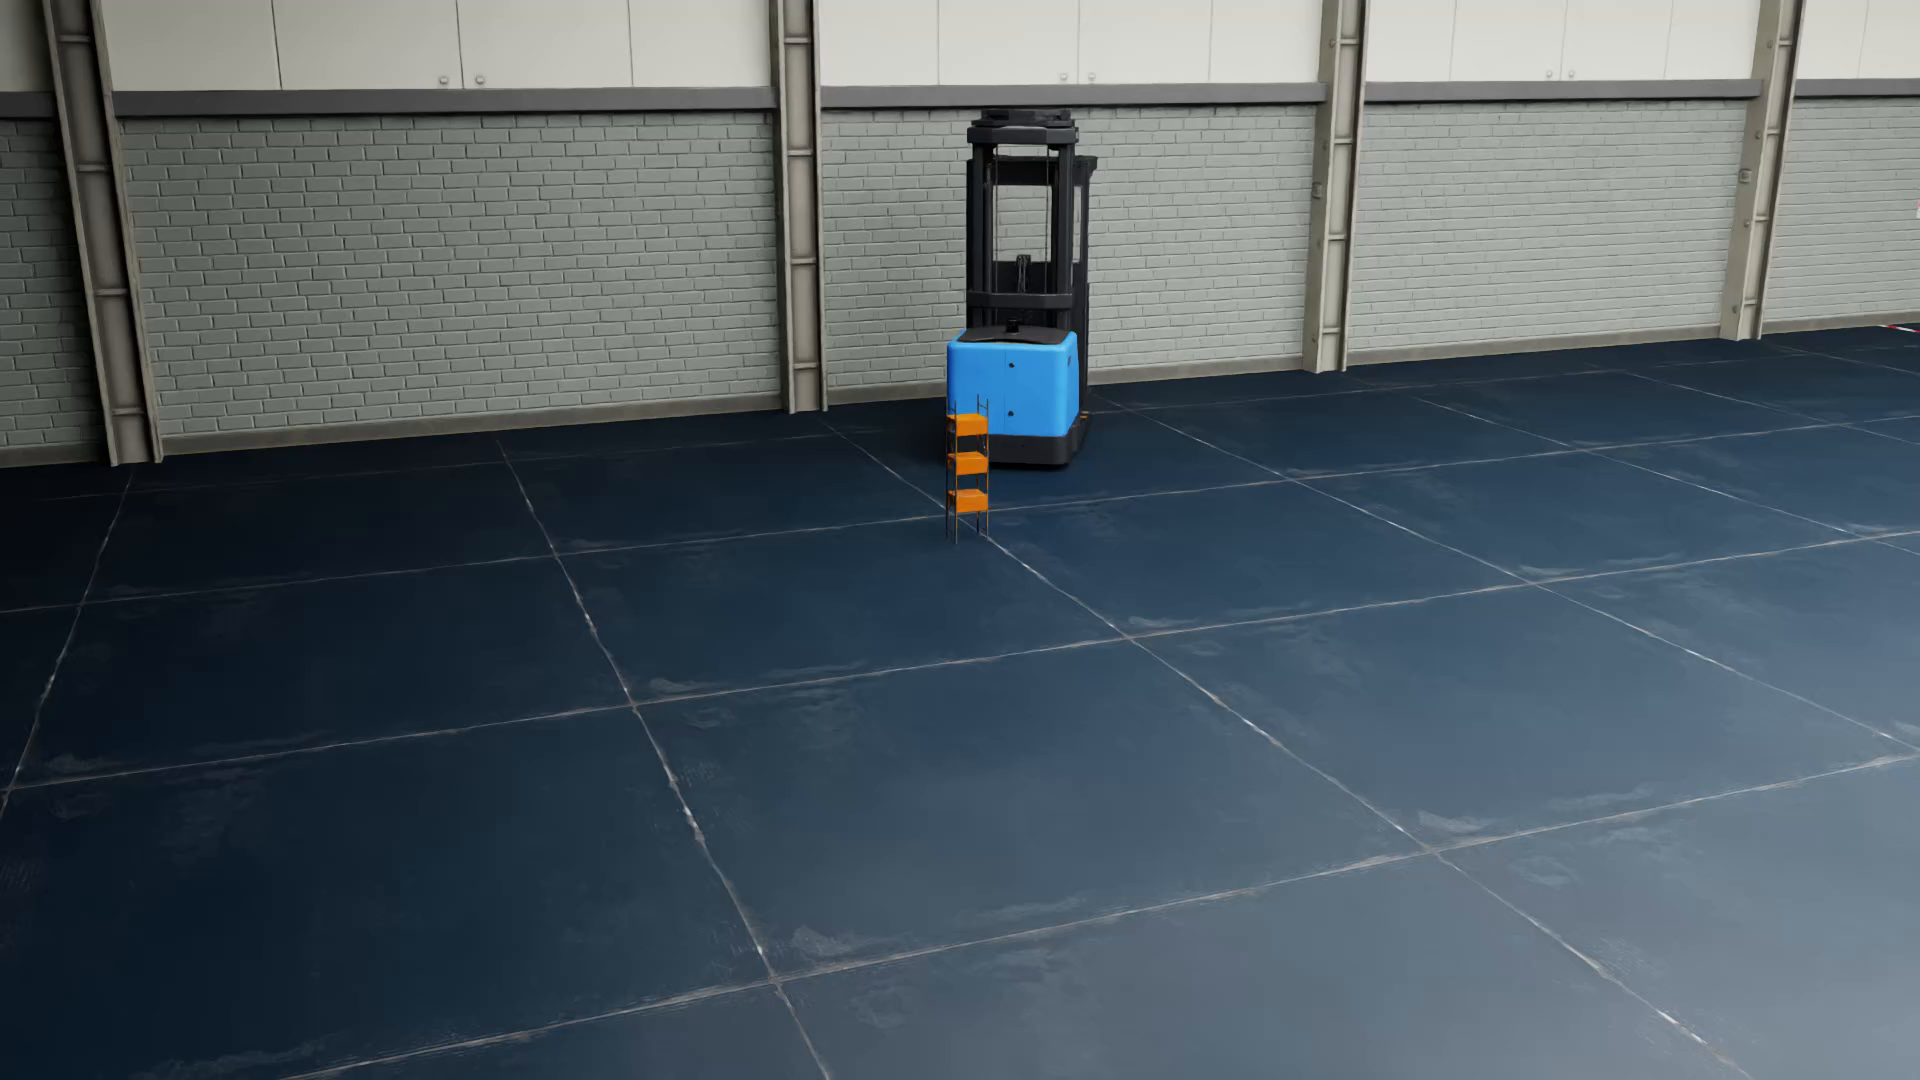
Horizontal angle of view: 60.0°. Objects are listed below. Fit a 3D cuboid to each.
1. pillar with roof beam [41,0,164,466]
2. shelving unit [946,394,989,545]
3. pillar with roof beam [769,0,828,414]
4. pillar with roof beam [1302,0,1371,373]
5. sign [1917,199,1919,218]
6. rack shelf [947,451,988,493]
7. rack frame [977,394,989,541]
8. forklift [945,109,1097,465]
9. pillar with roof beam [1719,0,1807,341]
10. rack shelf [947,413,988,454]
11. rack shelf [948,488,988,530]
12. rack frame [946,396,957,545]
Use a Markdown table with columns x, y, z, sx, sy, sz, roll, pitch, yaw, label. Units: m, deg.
| x | y | z | sx | sy | sz | roll | pitch | yaw | label |
| --- | --- | --- | --- | --- | --- | --- | --- | --- | --- |
| -5.605 | -3.875 | 9.322 | 0.400 | 9.000 | 9.100 | -6 | 17 | -20 | pillar with roof beam |
| 0.050 | -0.509 | 11.969 | 0.252 | 1.050 | 0.215 | -6 | 17 | -20 | shelving unit |
| -0.003 | -4.480 | 11.381 | 0.400 | 9.000 | 9.100 | -6 | 17 | -20 | pillar with roof beam |
| 5.600 | -5.084 | 13.441 | 0.400 | 9.000 | 9.100 | -6 | 17 | -20 | pillar with roof beam |
| 12.391 | -4.298 | 21.347 | 0.234 | 0.329 | 0.001 | -6 | 17 | -20 | sign |
| 0.050 | -0.499 | 11.972 | 0.240 | 0.259 | 0.215 | -6 | 17 | -20 | rack shelf |
| 0.164 | -0.521 | 12.011 | 0.008 | 1.050 | 0.200 | -6 | 17 | -20 | rack frame |
| 0.641 | -2.413 | 15.114 | 1.130 | 2.935 | 3.031 | 3 | 17 | 10 | forklift |
| 11.203 | -5.689 | 15.501 | 0.400 | 9.000 | 9.100 | -6 | 17 | -20 | pillar with roof beam |
| 0.050 | -0.771 | 11.892 | 0.240 | 0.259 | 0.215 | -6 | 17 | -20 | rack shelf |
| 0.050 | -0.232 | 12.050 | 0.240 | 0.259 | 0.215 | -6 | 17 | -20 | rack shelf |
| -0.064 | -0.497 | 11.927 | 0.008 | 1.050 | 0.200 | -6 | 17 | -20 | rack frame |
